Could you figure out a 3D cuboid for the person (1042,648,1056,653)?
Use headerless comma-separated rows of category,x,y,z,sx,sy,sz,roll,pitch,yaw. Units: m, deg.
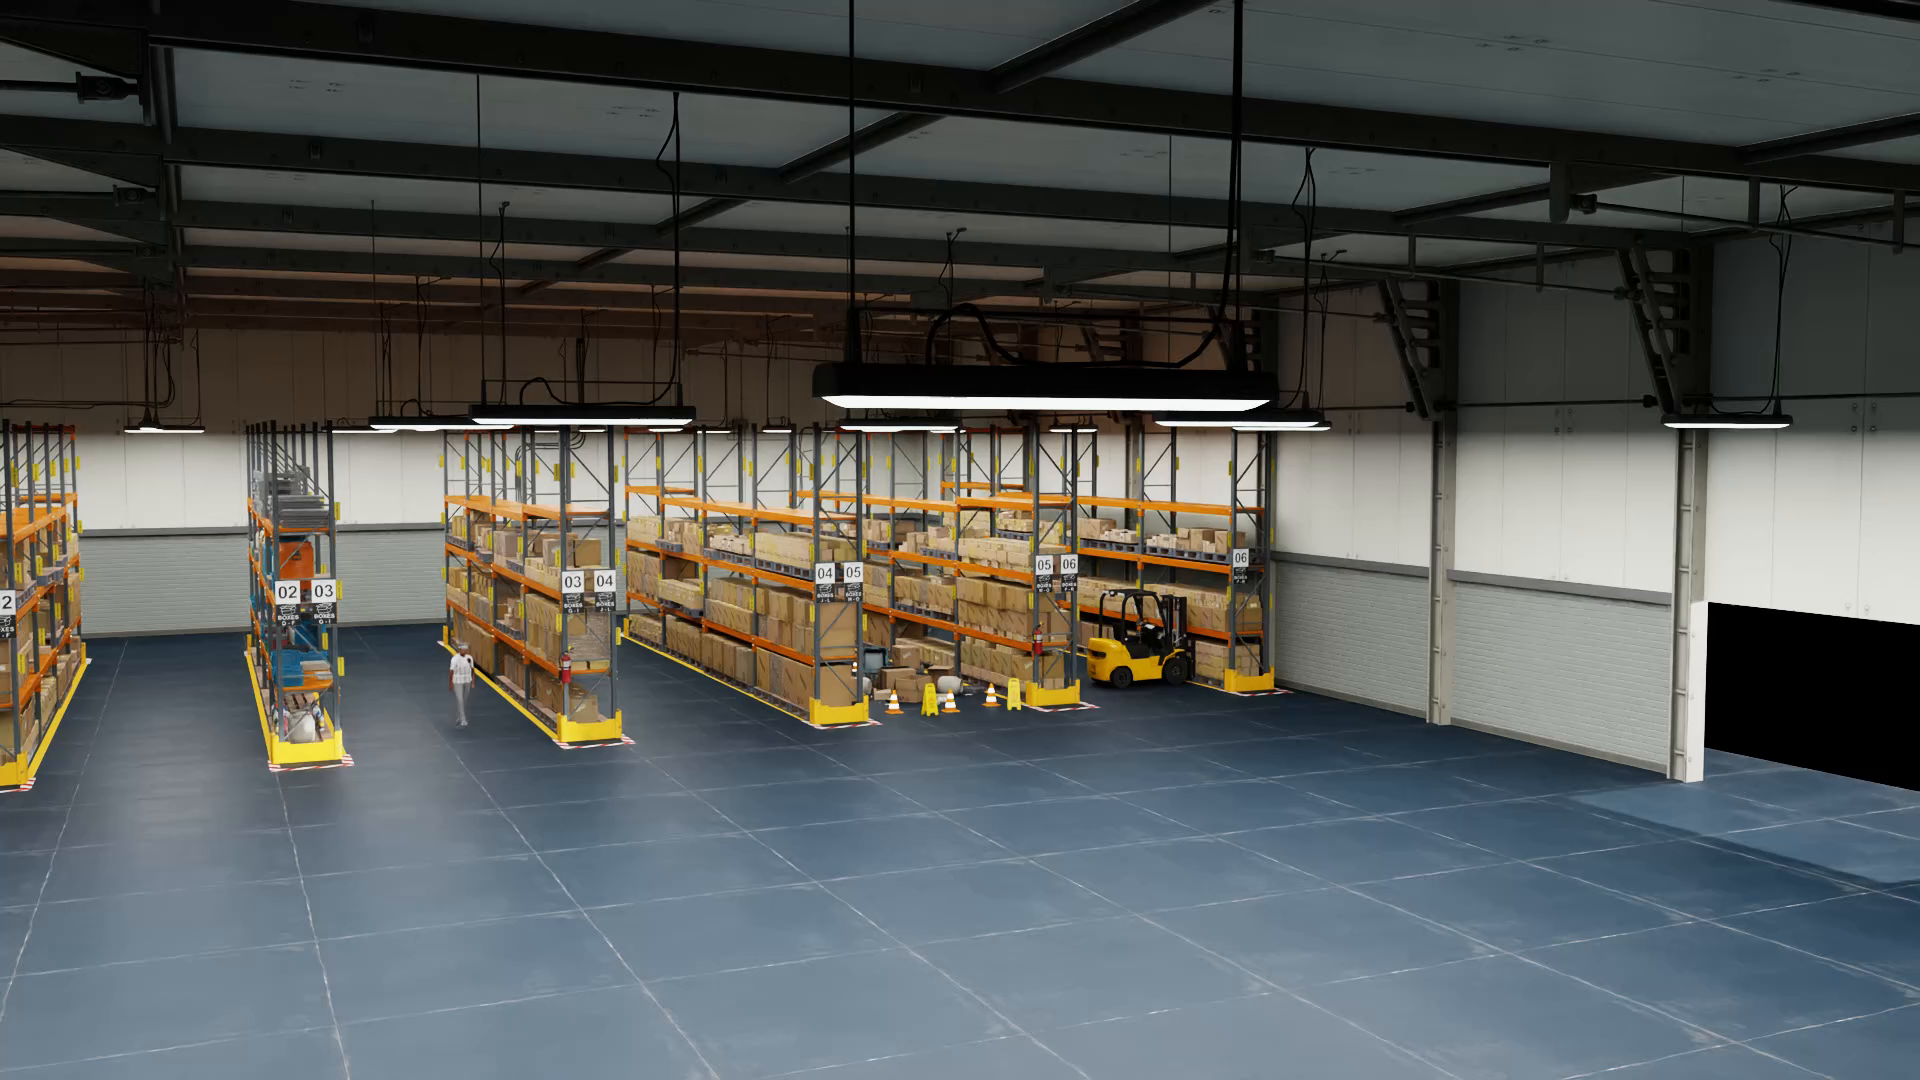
person,2.081,2.370,39.683,0.673,1.779,0.781,-2,4,-28

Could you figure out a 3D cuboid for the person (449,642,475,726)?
person,-9.823,2.830,32.871,0.500,1.626,0.961,-4,5,-45
